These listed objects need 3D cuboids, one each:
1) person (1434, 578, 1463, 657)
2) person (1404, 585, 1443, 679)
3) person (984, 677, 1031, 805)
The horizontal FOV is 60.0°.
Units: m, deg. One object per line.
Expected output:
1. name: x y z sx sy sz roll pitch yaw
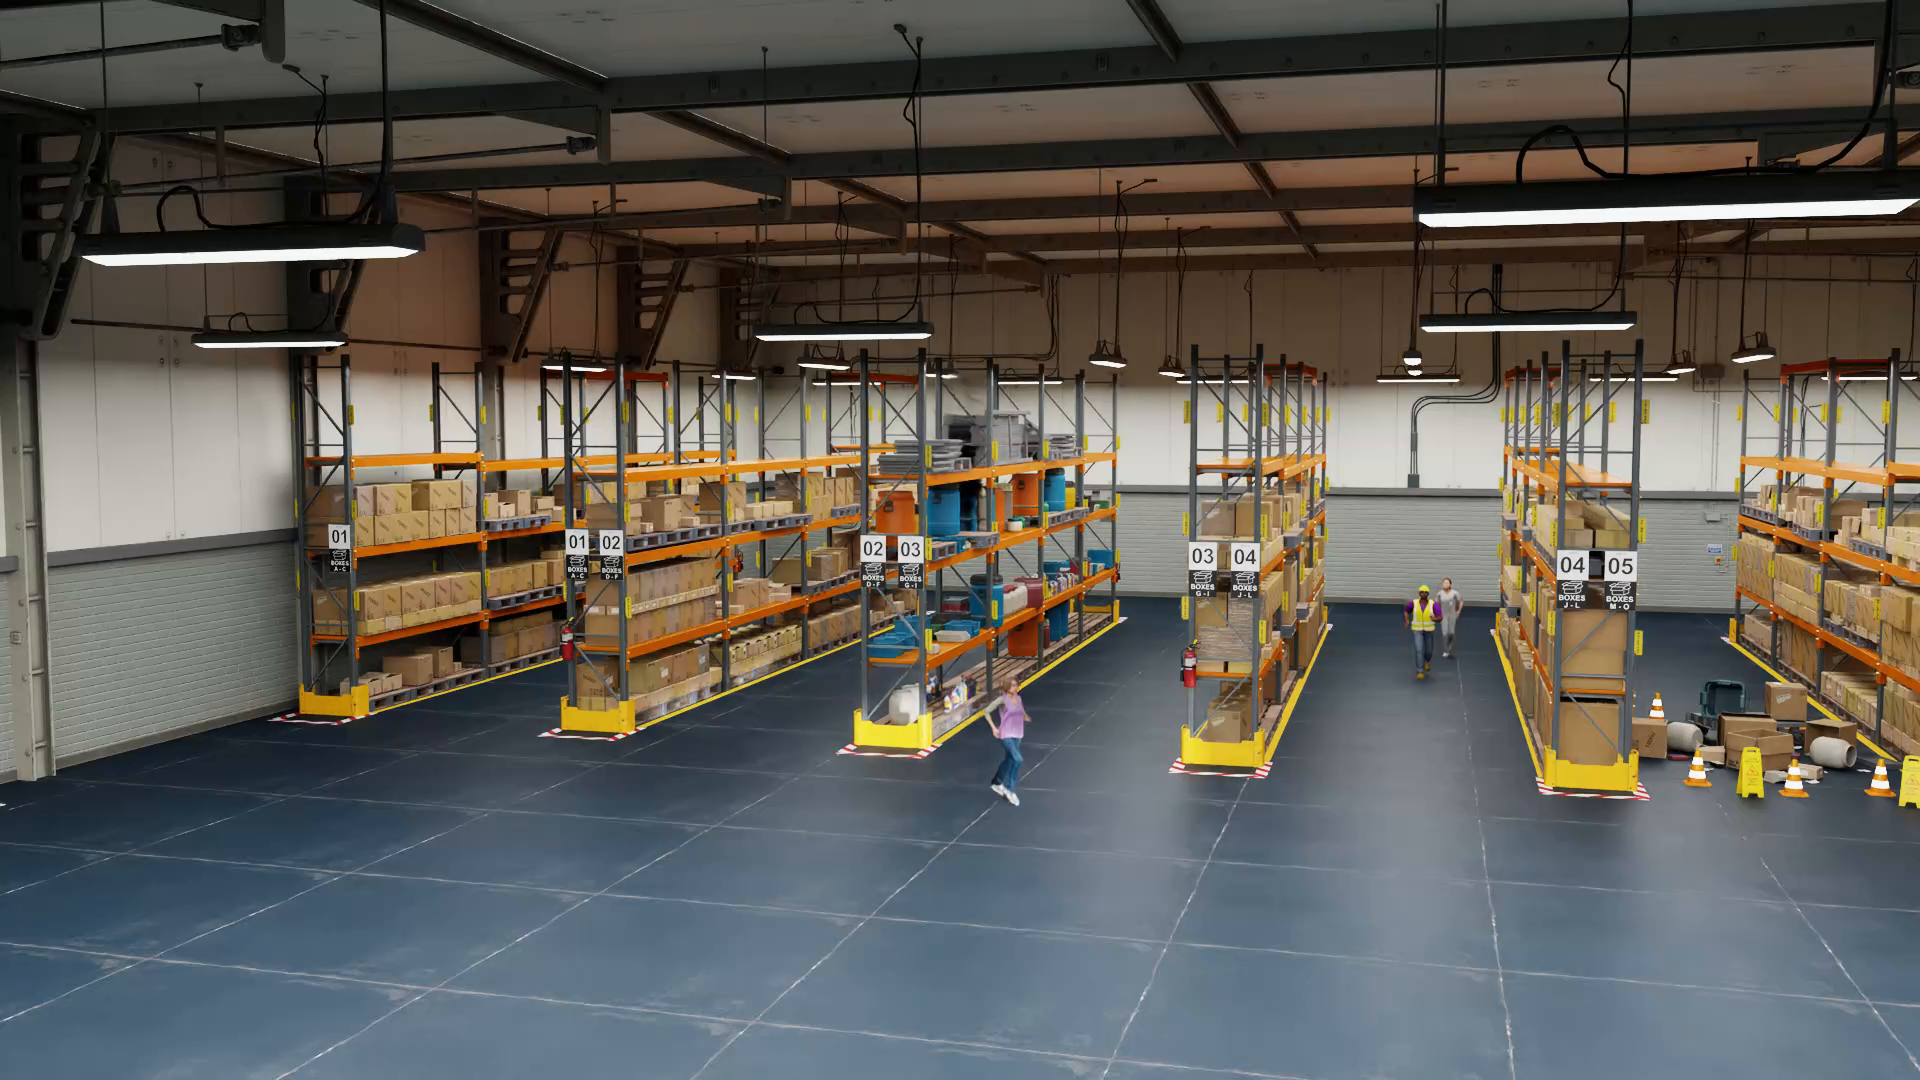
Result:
1. person: 10.132 1.605 34.549 0.571 1.633 0.535 2 5 20
2. person: 8.832 1.734 31.709 0.710 1.747 0.968 1 4 13
3. person: 0.644 2.590 21.539 0.703 1.635 0.503 4 6 42
